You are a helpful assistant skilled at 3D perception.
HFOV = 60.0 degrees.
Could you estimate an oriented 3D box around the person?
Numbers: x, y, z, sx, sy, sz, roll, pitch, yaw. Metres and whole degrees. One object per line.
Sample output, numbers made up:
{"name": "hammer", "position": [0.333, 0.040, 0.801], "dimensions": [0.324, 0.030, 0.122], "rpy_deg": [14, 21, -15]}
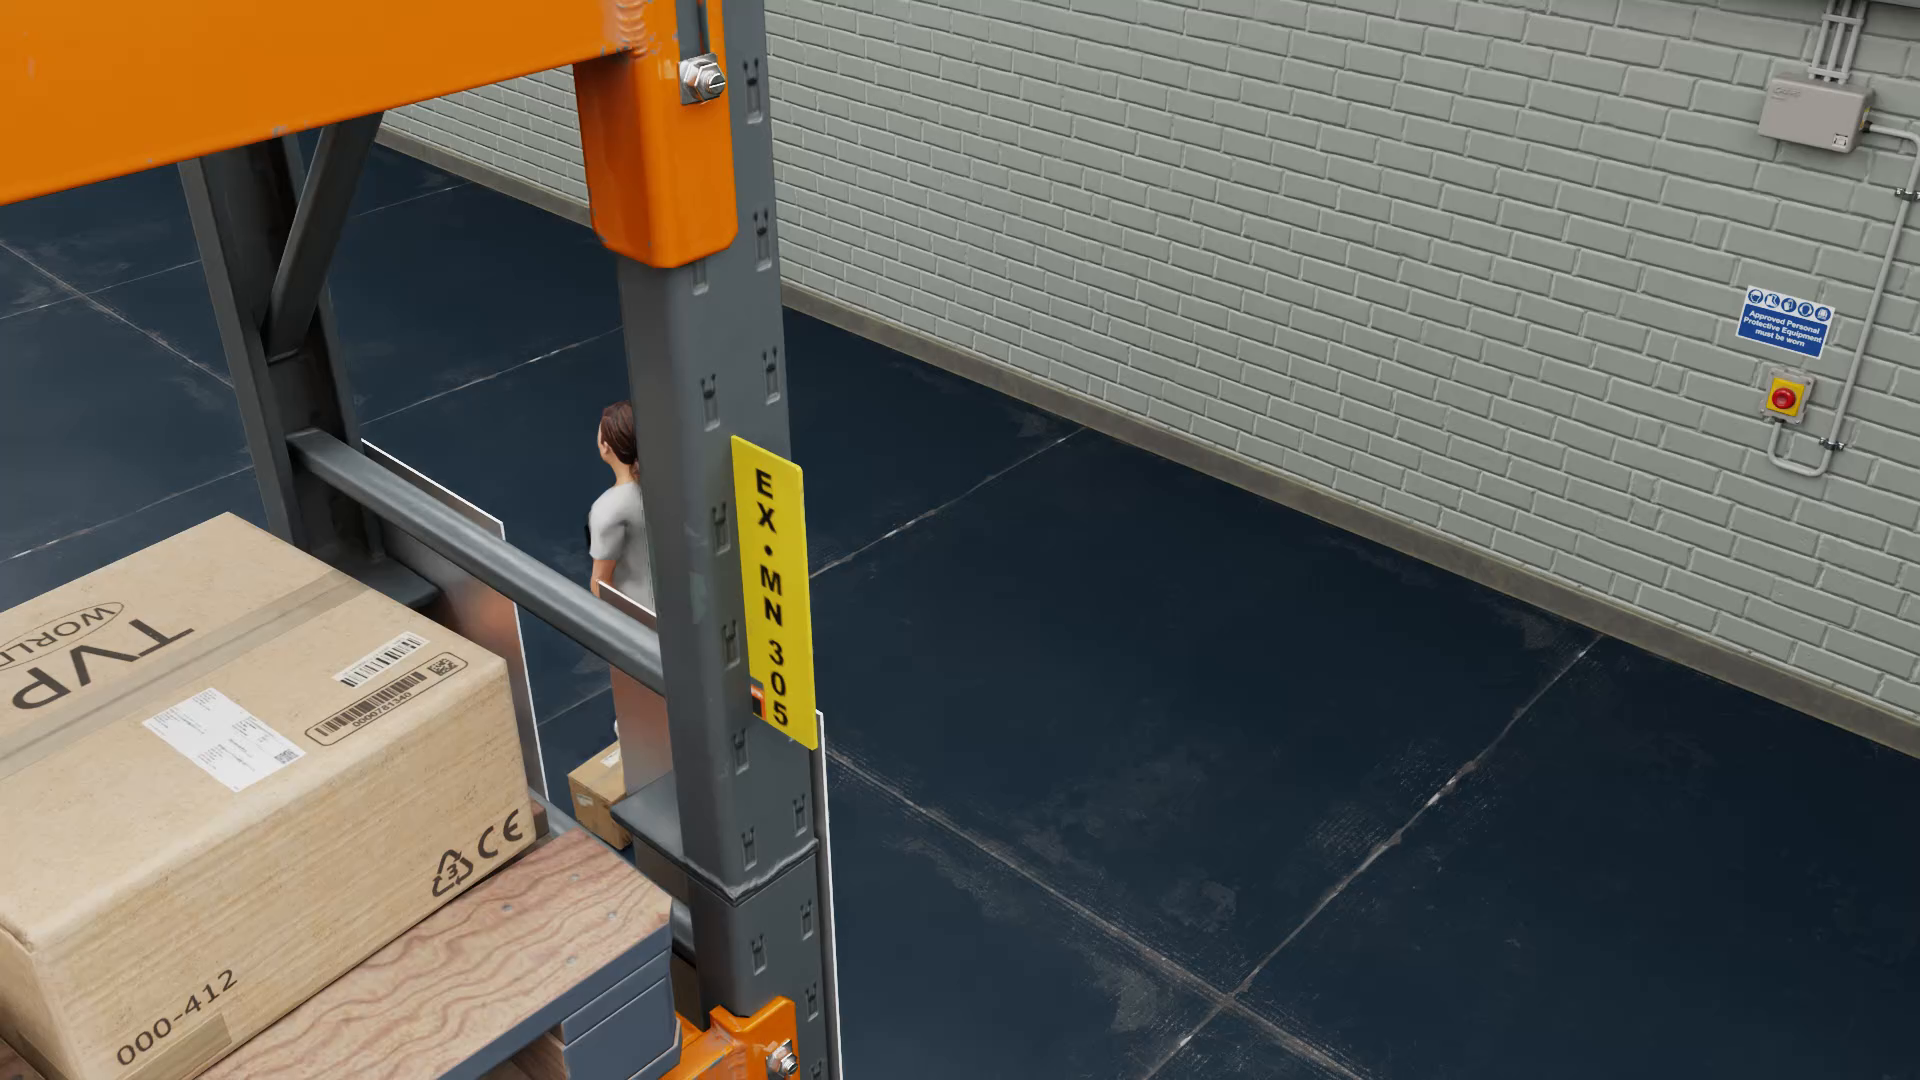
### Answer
{"name": "person", "position": [-1.200, 0.216, 6.259], "dimensions": [0.615, 1.664, 0.614], "rpy_deg": [14, 34, 22]}
